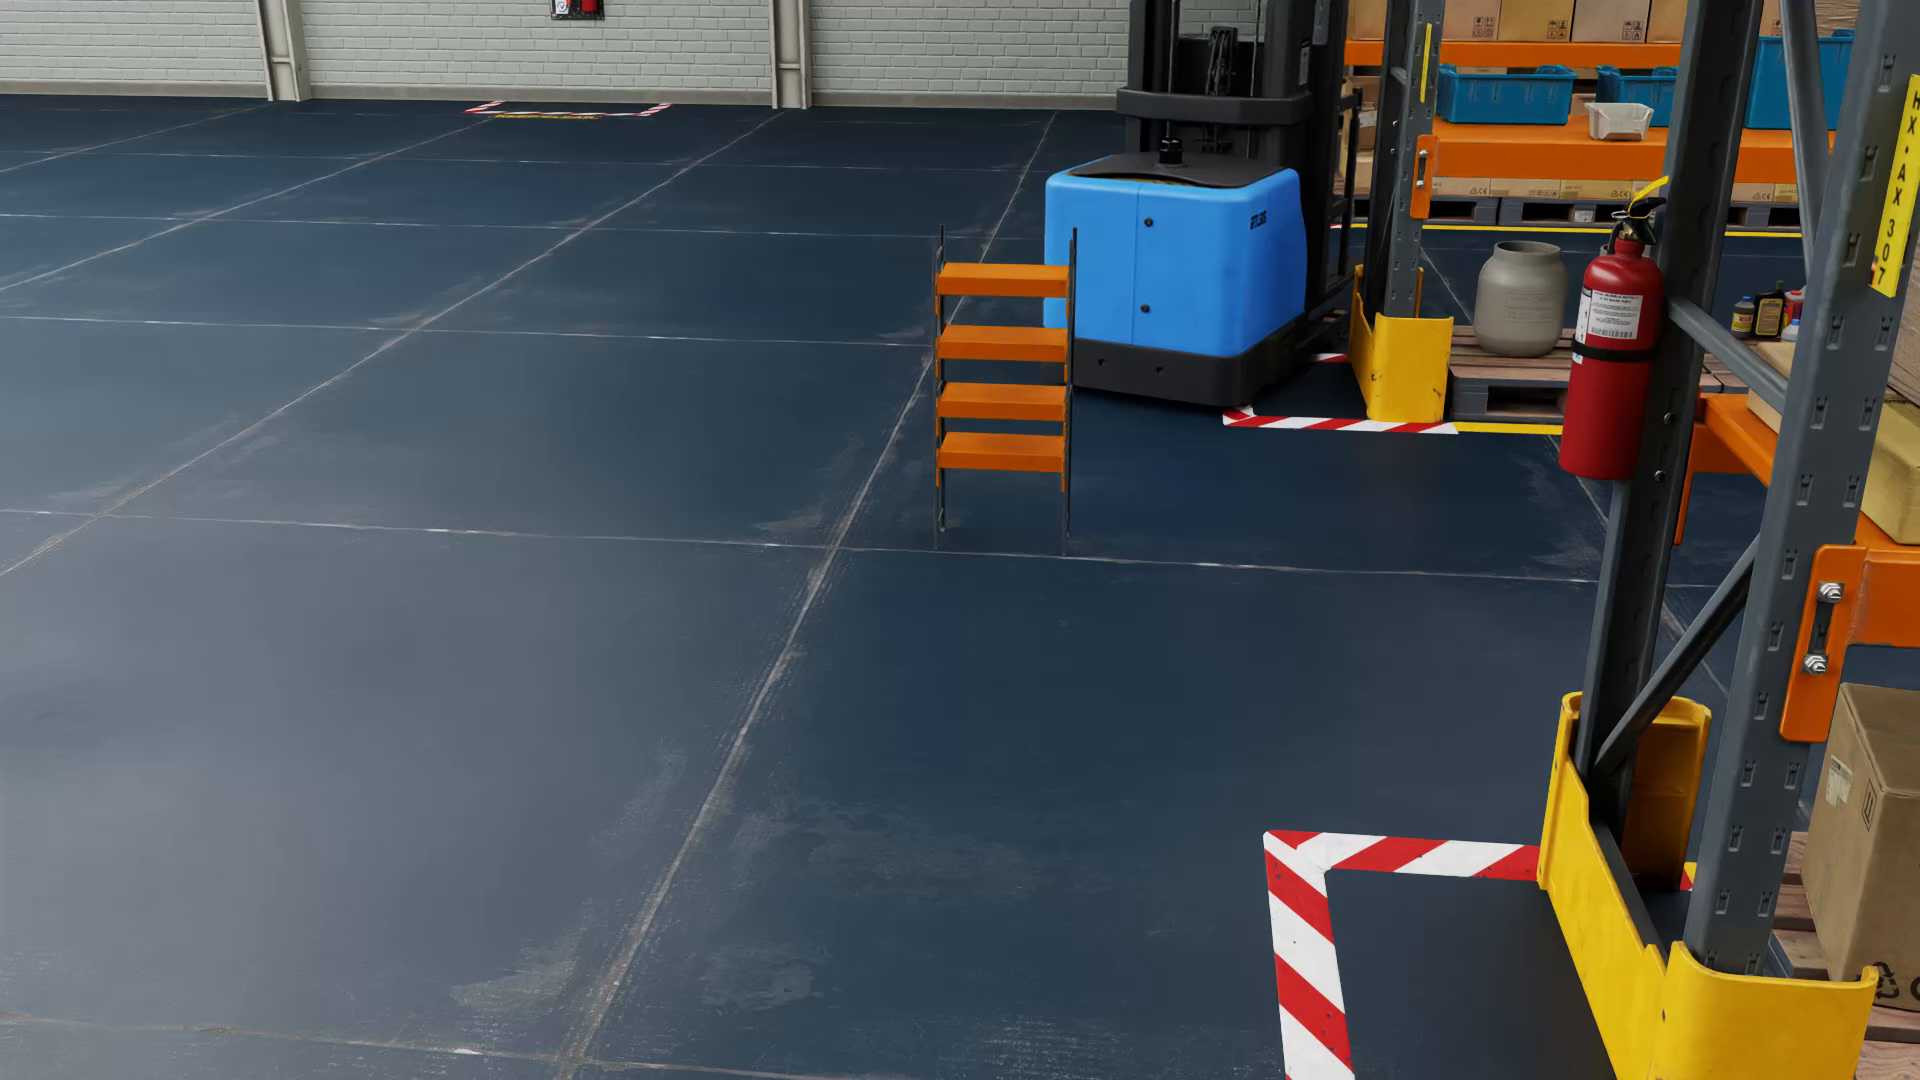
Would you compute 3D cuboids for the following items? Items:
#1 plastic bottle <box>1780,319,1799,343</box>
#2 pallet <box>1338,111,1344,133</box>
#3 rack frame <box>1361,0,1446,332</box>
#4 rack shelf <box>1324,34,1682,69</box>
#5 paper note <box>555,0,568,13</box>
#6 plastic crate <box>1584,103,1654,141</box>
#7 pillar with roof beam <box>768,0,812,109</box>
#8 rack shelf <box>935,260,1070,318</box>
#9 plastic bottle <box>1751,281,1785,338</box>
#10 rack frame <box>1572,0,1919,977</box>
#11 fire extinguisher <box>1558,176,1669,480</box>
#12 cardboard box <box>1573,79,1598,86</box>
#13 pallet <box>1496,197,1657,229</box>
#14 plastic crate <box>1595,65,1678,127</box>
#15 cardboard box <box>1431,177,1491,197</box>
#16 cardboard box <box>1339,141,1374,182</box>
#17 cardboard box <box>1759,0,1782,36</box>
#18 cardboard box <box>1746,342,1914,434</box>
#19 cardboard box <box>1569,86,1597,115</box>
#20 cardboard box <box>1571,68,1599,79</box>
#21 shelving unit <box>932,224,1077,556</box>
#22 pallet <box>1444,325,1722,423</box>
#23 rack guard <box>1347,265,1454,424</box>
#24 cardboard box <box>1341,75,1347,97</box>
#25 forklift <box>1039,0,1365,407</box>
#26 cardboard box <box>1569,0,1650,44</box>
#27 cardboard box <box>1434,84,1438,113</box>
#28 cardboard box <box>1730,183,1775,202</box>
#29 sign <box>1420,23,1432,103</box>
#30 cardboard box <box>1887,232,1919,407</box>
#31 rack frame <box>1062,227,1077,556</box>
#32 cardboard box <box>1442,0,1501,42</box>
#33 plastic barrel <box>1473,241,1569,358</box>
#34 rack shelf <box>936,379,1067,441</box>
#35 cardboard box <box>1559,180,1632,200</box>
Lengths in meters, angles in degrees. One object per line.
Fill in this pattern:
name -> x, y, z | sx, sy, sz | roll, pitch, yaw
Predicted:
plastic bottle -> 3.858, -0.890, 7.725 | 0.097, 0.271, 0.097 | 0, 22, 0
pallet -> 4.138, -4.416, 17.322 | 1.213, 0.211, 1.003 | 2, 22, 6
rack frame -> 2.094, -2.147, 7.790 | 0.127, 3.000, 1.000 | 2, 22, 6
rack shelf -> 4.667, -3.534, 12.277 | 4.000, 0.370, 1.077 | 2, 22, 6
paper note -> -4.519, -6.053, 18.869 | 0.142, 0.148, 0.016 | 2, 22, 6
plastic crate -> 2.945, -1.868, 7.443 | 0.250, 0.136, 0.298 | 2, 22, 6
pillar with roof beam -> -2.408, -7.527, 13.239 | 0.400, 9.000, 9.100 | 2, 22, 6
rack shelf -> 0.164, -0.916, 6.057 | 0.480, 0.148, 0.258 | 2, 22, 6
plastic bottle -> 4.088, -1.170, 8.417 | 0.133, 0.283, 0.061 | 3, 22, 8
rack frame -> 1.511, -0.338, 3.216 | 0.127, 3.000, 1.000 | 2, 22, 6
fire extinguisher -> 1.452, -0.476, 3.668 | 0.183, 0.674, 0.296 | 2, 22, 6
cardboard box -> 4.739, -3.246, 12.719 | 0.500, 0.500, 0.500 | 2, 22, 6
pallet -> 4.653, -2.587, 12.696 | 1.213, 0.211, 1.003 | 2, 22, 6
plastic crate -> 3.271, -2.135, 7.963 | 0.408, 0.251, 0.499 | 2, 22, 6
cardboard box -> 3.684, -2.747, 12.477 | 0.500, 0.250, 0.500 | 2, 22, 6
cardboard box -> 3.248, -2.956, 13.007 | 0.500, 0.250, 0.500 | 2, 22, 6
cardboard box -> 5.687, -3.866, 12.002 | 0.500, 0.500, 0.700 | 2, 22, 6
cardboard box -> 1.819, -0.285, 3.422 | 0.250, 0.149, 0.380 | 2, 22, 6
cardboard box -> 4.676, -3.050, 12.224 | 0.500, 0.500, 0.500 | 2, 22, 6
cardboard box -> 6.197, -4.663, 16.957 | 0.500, 0.500, 0.500 | 1, 22, 2
shelving unit -> 0.164, -0.551, 6.201 | 0.503, 1.200, 0.258 | 2, 22, 6
pallet -> 2.981, -0.827, 8.244 | 1.213, 0.211, 1.003 | 2, 22, 6
rack guard -> 2.175, -0.998, 8.285 | 0.348, 0.500, 1.175 | 2, 22, 6
cardboard box -> 3.936, -4.655, 17.194 | 0.500, 0.311, 0.500 | 0, 22, 0
forklift -> 1.543, -2.489, 8.750 | 1.130, 2.935, 3.031 | 11, 24, 26
cardboard box -> 4.680, -3.911, 12.116 | 0.500, 0.500, 0.700 | 3, 22, 8
cardboard box -> 3.684, -3.095, 12.337 | 0.500, 0.500, 0.500 | 2, 22, 6
cardboard box -> 5.671, -2.664, 12.267 | 0.500, 0.250, 0.500 | 2, 22, 6
sign -> 2.025, -2.075, 7.232 | 0.005, 0.325, 0.100 | 2, 22, 6
cardboard box -> 2.054, -0.489, 3.057 | 0.500, 0.500, 0.875 | 2, 22, 6
rack frame -> 0.407, -0.540, 6.174 | 0.015, 1.200, 0.240 | 2, 22, 6
cardboard box -> 3.665, -3.956, 12.230 | 0.500, 0.500, 0.700 | 3, 22, 8
plastic barrel -> 2.757, -1.185, 8.169 | 0.421, 0.512, 0.421 | 0, 22, 0
rack shelf -> 0.164, -0.488, 6.226 | 0.480, 0.148, 0.258 | 2, 22, 6
cardboard box -> 4.676, -2.702, 12.363 | 0.500, 0.250, 0.500 | 2, 22, 6
